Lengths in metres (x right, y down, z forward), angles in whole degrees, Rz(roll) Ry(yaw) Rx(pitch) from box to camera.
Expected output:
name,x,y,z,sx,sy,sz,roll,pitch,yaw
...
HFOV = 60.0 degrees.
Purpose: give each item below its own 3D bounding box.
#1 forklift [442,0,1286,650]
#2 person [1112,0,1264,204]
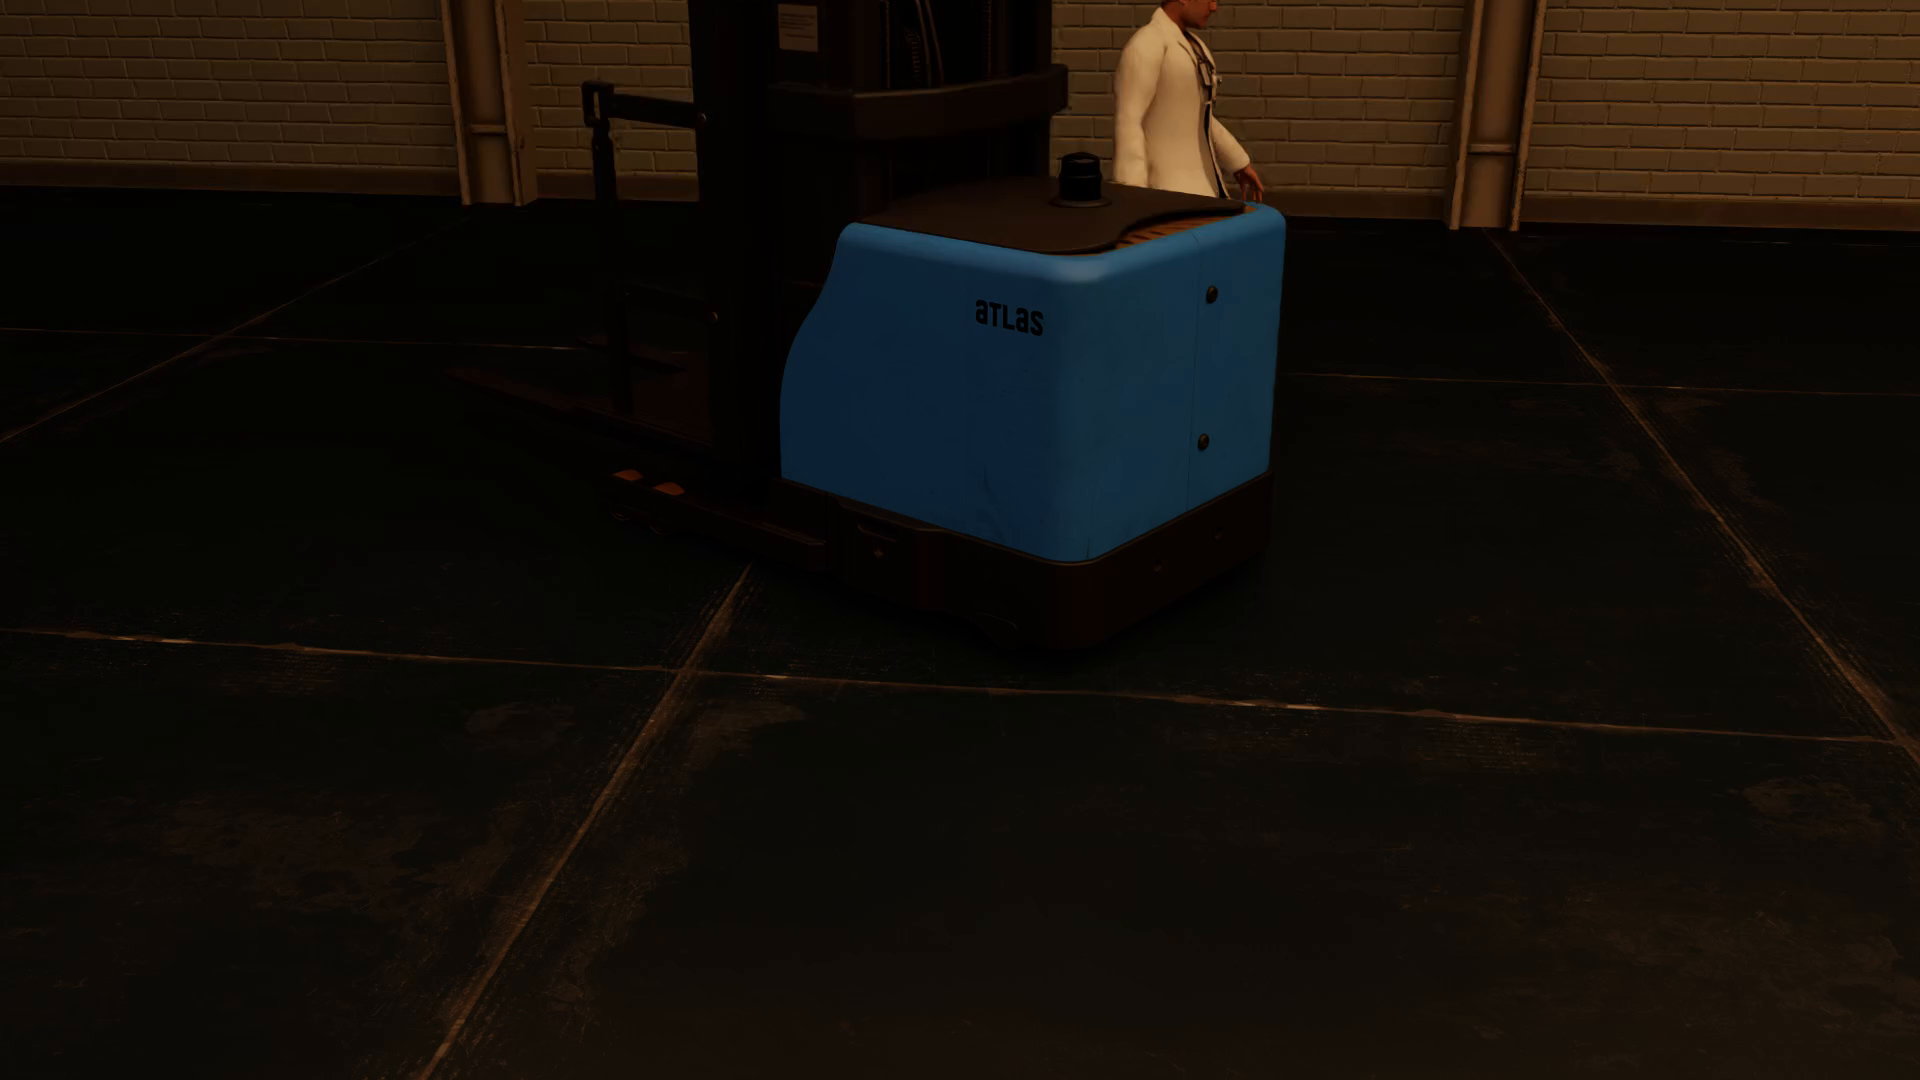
name,x,y,z,sx,sy,sz,roll,pitch,yaw
forklift,-0.534,-1.506,4.993,3.031,2.935,1.130,17,28,37
person,0.841,-1.344,6.326,0.617,1.663,0.977,11,25,26
